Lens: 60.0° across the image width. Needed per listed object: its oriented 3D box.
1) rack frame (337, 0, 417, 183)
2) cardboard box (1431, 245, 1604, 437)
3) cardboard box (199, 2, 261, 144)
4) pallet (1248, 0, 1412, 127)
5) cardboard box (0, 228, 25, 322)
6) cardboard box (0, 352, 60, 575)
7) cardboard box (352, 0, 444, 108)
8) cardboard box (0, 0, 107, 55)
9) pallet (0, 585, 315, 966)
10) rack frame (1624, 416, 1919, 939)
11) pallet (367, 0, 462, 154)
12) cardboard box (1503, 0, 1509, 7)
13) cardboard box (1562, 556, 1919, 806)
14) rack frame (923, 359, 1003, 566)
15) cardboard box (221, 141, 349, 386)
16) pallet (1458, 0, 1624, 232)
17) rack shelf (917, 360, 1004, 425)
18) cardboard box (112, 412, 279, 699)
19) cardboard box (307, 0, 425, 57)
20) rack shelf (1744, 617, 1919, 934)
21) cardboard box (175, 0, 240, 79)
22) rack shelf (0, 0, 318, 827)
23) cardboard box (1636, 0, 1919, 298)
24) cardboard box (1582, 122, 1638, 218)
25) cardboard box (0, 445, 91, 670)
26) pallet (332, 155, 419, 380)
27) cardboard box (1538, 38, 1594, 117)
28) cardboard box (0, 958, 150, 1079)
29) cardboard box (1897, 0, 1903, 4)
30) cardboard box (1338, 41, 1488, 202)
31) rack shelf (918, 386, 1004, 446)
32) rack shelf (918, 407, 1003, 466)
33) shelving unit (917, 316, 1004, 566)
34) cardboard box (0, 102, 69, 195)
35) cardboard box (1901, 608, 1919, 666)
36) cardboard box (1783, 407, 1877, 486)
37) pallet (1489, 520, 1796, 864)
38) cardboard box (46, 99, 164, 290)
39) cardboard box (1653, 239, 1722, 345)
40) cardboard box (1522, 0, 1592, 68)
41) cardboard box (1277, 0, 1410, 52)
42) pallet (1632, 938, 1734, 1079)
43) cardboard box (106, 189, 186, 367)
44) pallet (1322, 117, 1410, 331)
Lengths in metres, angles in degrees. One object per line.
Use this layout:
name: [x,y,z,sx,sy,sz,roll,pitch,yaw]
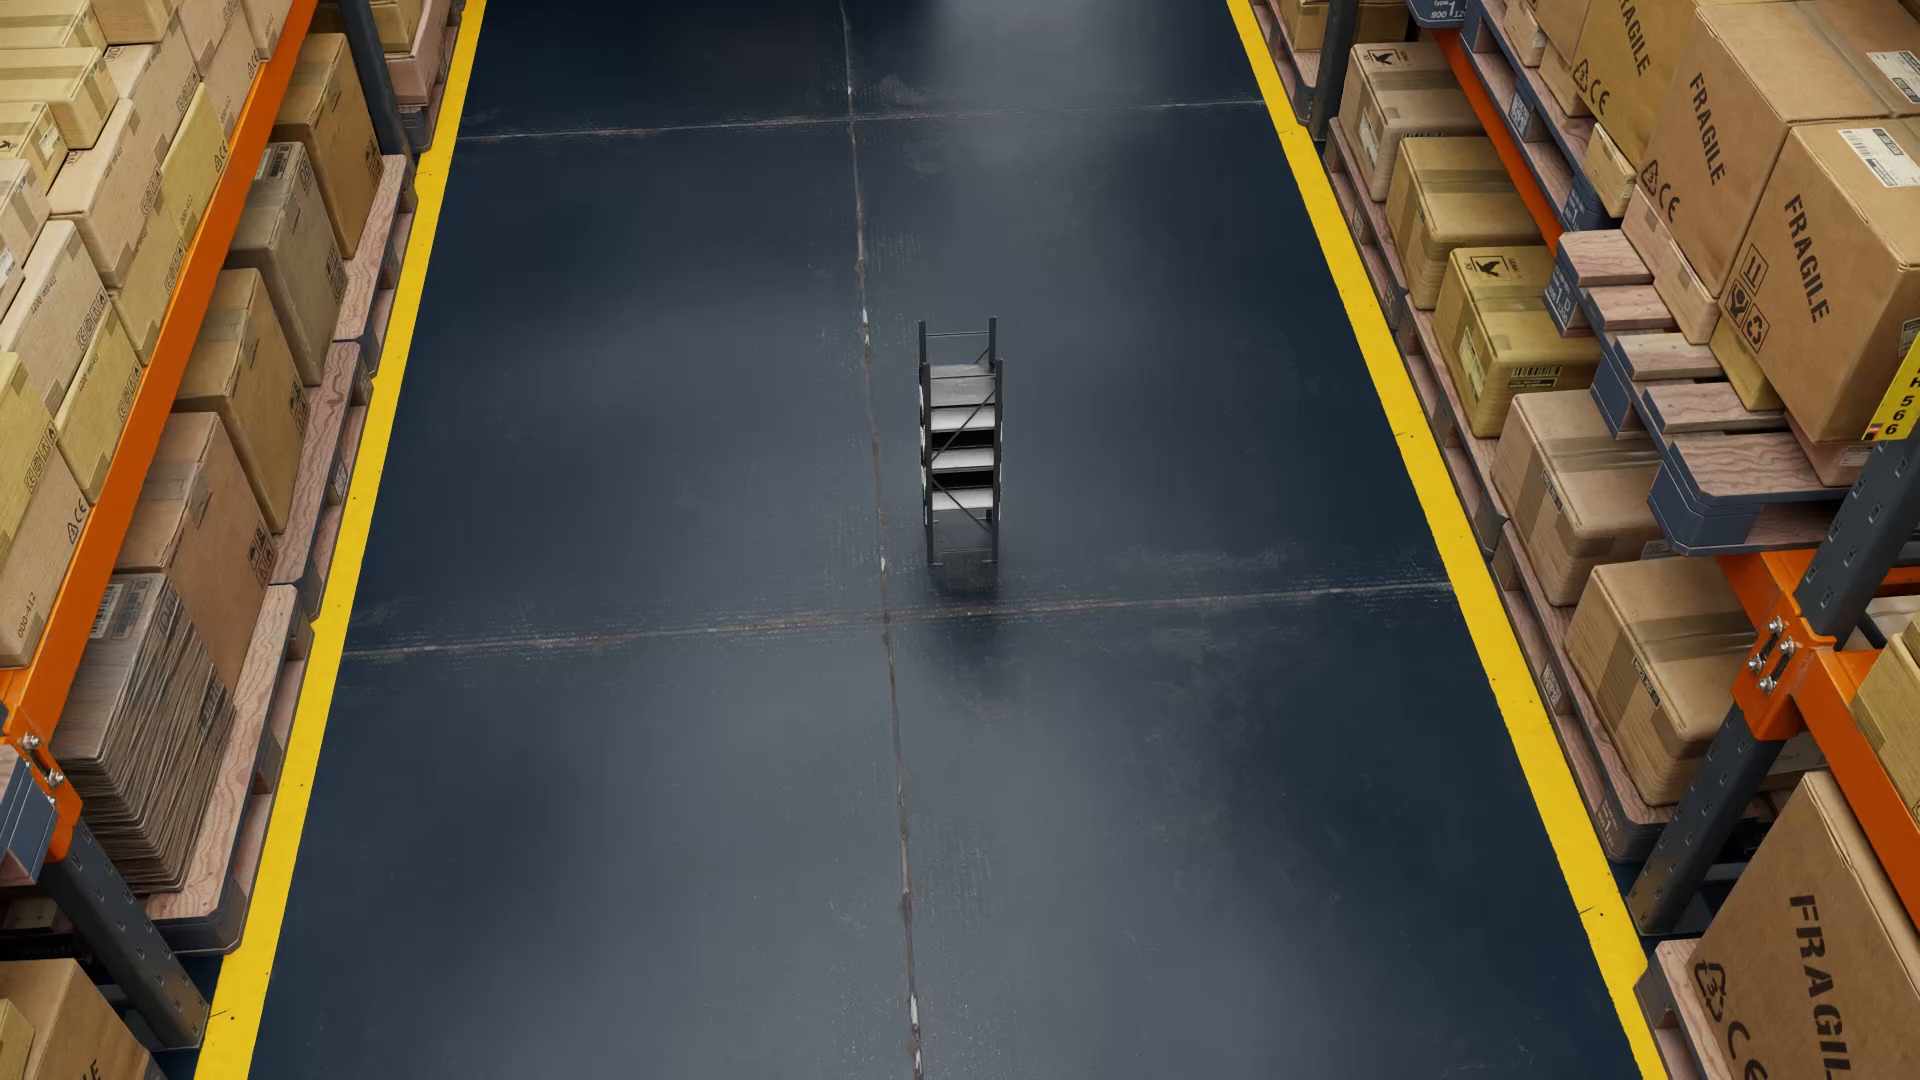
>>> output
rack frame: [-2.872,-2.574,6.121,1.000,3.000,0.127,-3,47,-3]
cardboard box: [2.244,-0.717,5.883,0.950,0.372,0.625,-2,47,-2]
cardboard box: [-2.511,-1.449,5.159,0.500,0.250,0.500,-3,47,-3]
pallet: [1.982,-2.403,7.880,1.003,0.211,1.213,-3,47,-3]
cardboard box: [-2.341,-0.563,3.702,0.380,0.149,0.250,-2,47,-2]
cardboard box: [-2.306,-0.137,3.573,0.500,0.250,0.500,-4,47,-3]
cardboard box: [-2.583,-2.143,7.318,0.500,0.250,0.500,-3,47,-3]
cardboard box: [-2.507,-1.301,4.401,0.380,0.149,0.250,-3,47,-3]
pallet: [-2.567,0.681,4.959,1.003,0.211,1.213,-3,47,-3]
rack frame: [2.409,0.016,3.669,1.000,3.000,0.127,-3,47,-3]
pallet: [-2.897,-2.193,7.681,1.003,0.211,1.213,-3,47,-3]
cardboard box: [1.916,-1.768,5.242,0.380,0.149,0.250,-3,47,-3]
cardboard box: [2.371,0.366,4.858,0.950,0.372,0.625,-6,47,-6]
rack frame: [0.009,-0.230,5.348,0.240,0.900,0.006,-3,47,-3]
cardboard box: [-2.760,-0.963,5.942,0.875,0.625,0.625,-4,47,-4]
pallet: [2.202,-1.348,5.093,1.003,0.211,1.213,-3,47,-3]
rack shelf: [0.001,-0.466,5.246,0.258,0.077,0.200,-3,47,-3]
cardboard box: [-2.639,0.068,4.966,0.875,0.625,0.625,-2,47,-2]
cardboard box: [-2.605,-2.313,7.135,0.500,0.250,0.500,-4,47,-3]
rack shelf: [2.576,1.710,2.560,1.077,0.370,4.000,-3,47,-3]
cardboard box: [-2.489,-1.612,4.970,0.500,0.250,0.500,-3,47,-3]
rack shelf: [-2.705,-0.879,5.012,1.077,0.370,4.000,-3,47,-3]
cardboard box: [2.039,-0.950,4.021,0.500,0.500,0.500,-4,47,-4]
cardboard box: [1.936,-1.015,4.529,0.380,0.149,0.250,-3,47,-3]
cardboard box: [-2.331,0.036,3.753,0.500,0.250,0.500,-3,47,-3]
pallet: [-2.772,-1.084,6.631,1.003,0.211,1.213,-3,47,-3]
cardboard box: [1.938,-1.381,4.876,0.380,0.149,0.250,-5,47,-5]
cardboard box: [-2.288,1.328,3.858,0.500,0.500,0.500,-2,47,-2]
cardboard box: [2.500,-1.365,4.414,0.500,0.500,0.500,-3,47,-3]
cardboard box: [2.120,-1.739,6.852,0.950,0.372,0.625,-3,47,-3]
rack shelf: [0.001,-0.404,5.311,0.258,0.077,0.200,-3,47,-3]
rack shelf: [0.001,-0.343,5.377,0.258,0.077,0.200,-3,47,-3]
shelving unit: [0.001,-0.304,5.418,0.258,0.900,0.210,-3,47,-3]
cardboard box: [-2.427,-0.931,4.050,0.380,0.149,0.250,-3,47,-3]
cardboard box: [2.205,0.277,3.180,0.500,0.250,0.500,-4,47,-4]
cardboard box: [2.147,-0.265,3.819,0.380,0.149,0.250,-2,47,-2]
pallet: [2.345,0.409,5.217,1.003,0.211,1.213,-3,47,-3]
cardboard box: [-2.398,-0.878,4.274,0.500,0.250,0.500,-5,47,-4]
cardboard box: [1.986,-0.634,4.168,0.380,0.149,0.250,-4,47,-4]
cardboard box: [1.951,-1.710,4.741,0.500,0.500,0.500,-5,47,-5]
cardboard box: [1.756,-2.488,7.645,0.500,0.250,0.500,-2,47,-1]
pallet: [2.399,1.550,4.137,1.003,0.211,1.213,-3,47,-3]
cardboard box: [-2.418,-0.700,4.451,0.500,0.250,0.500,-5,47,-5]
pallet: [2.140,-1.356,6.889,1.003,0.211,1.213,-3,47,-3]
